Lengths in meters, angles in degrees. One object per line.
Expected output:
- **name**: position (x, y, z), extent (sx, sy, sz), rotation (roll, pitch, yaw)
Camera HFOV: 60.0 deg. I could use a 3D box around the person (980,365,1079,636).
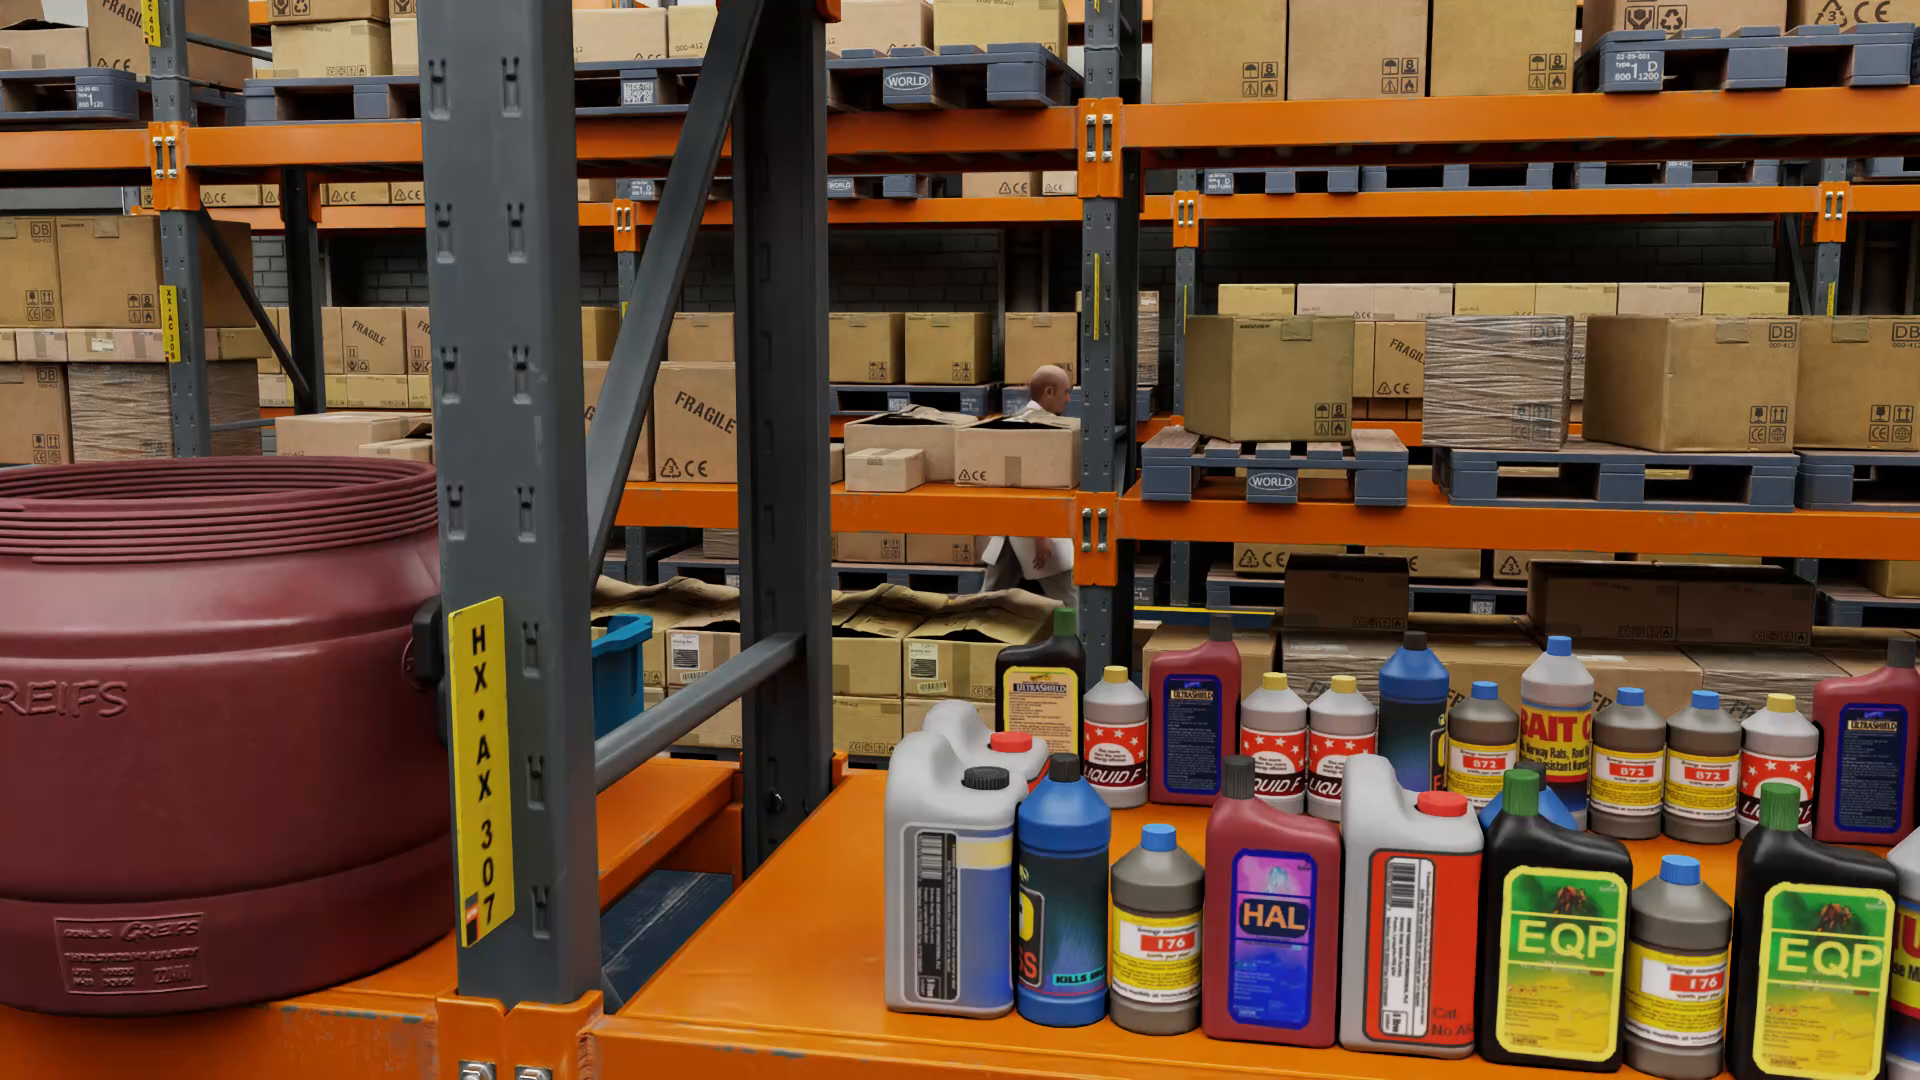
- **person**: position (0.368, -0.050, 8.824), extent (0.878, 1.749, 0.688), rotation (-4, 9, -25)
